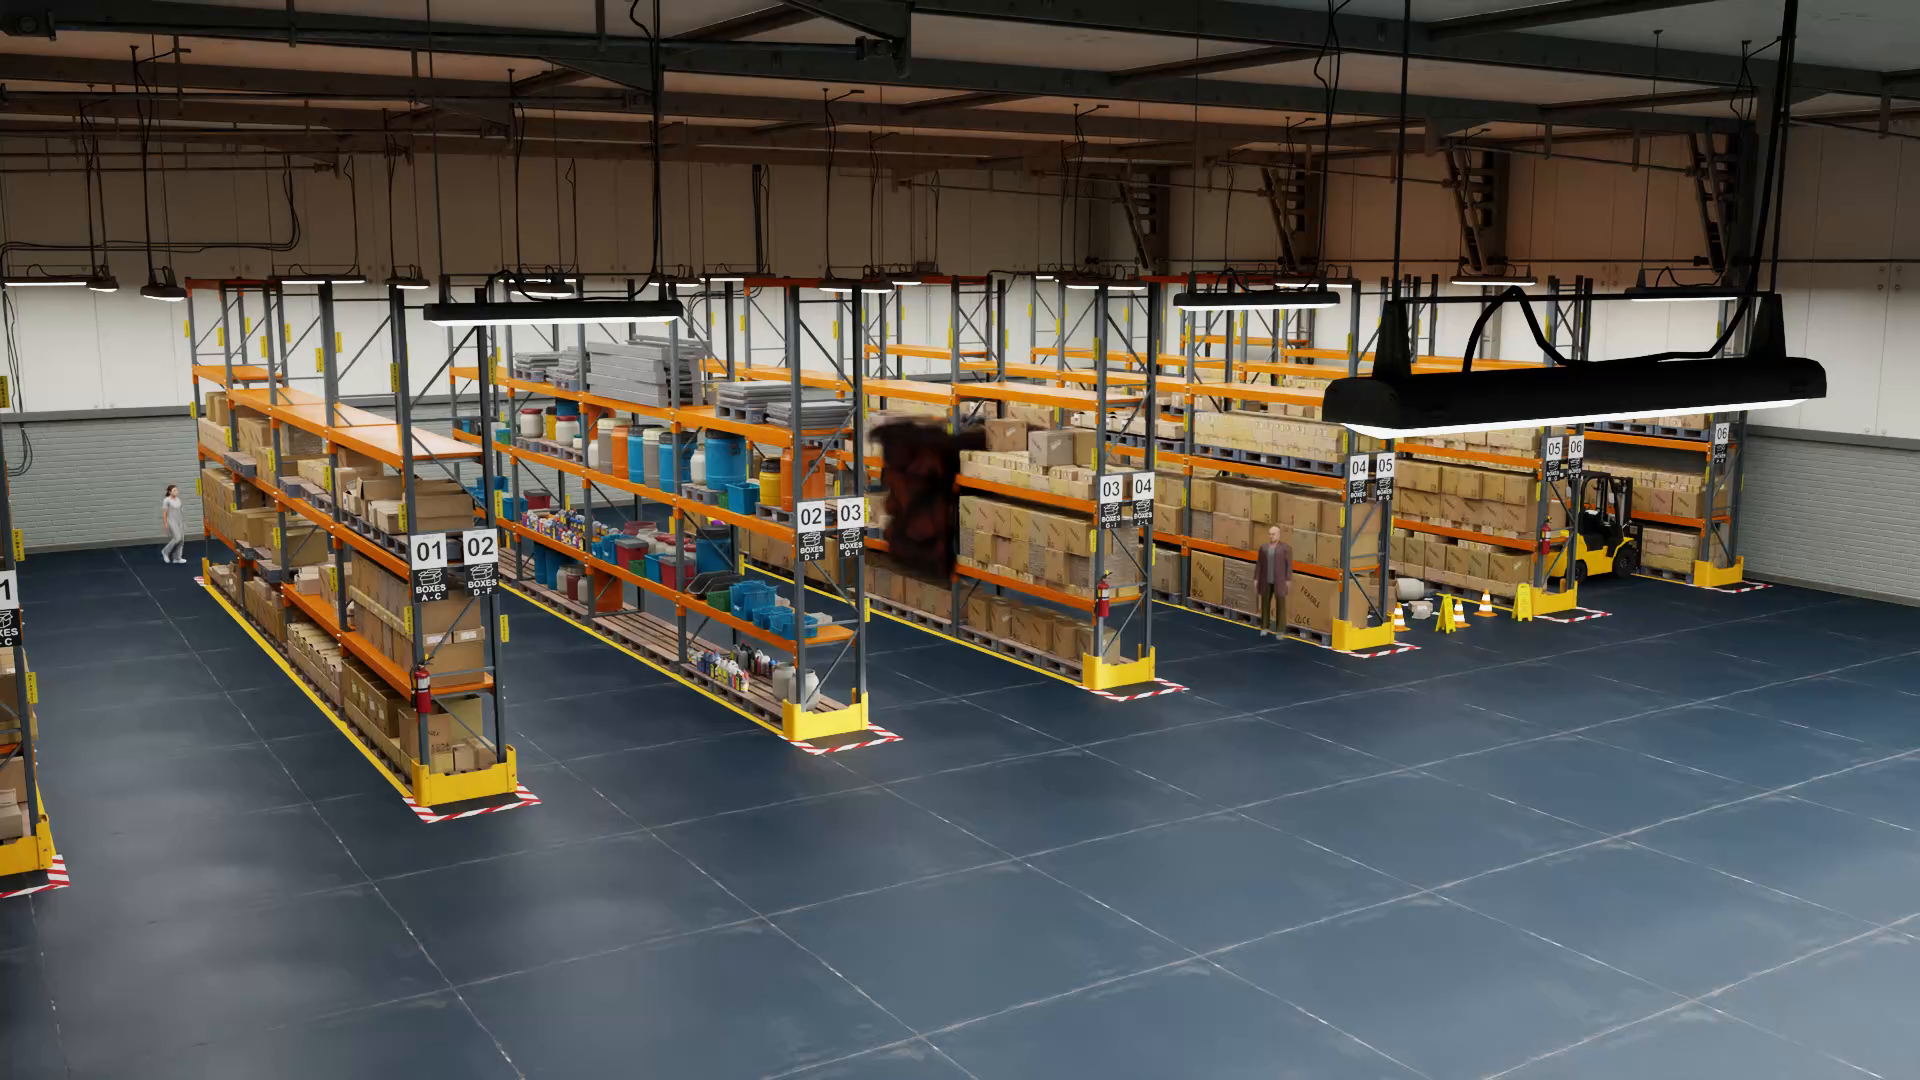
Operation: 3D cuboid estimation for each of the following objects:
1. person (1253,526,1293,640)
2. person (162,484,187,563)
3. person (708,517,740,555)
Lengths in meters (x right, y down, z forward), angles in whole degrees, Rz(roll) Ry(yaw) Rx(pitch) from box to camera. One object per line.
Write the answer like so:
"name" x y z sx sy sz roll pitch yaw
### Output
"person" 5.022 0.683 26.811 0.628 1.801 0.413 6 11 32
"person" -16.477 -0.336 34.869 0.480 1.668 0.471 2 10 10
"person" -4.543 0.124 31.905 0.615 1.769 0.602 -3 10 -20
